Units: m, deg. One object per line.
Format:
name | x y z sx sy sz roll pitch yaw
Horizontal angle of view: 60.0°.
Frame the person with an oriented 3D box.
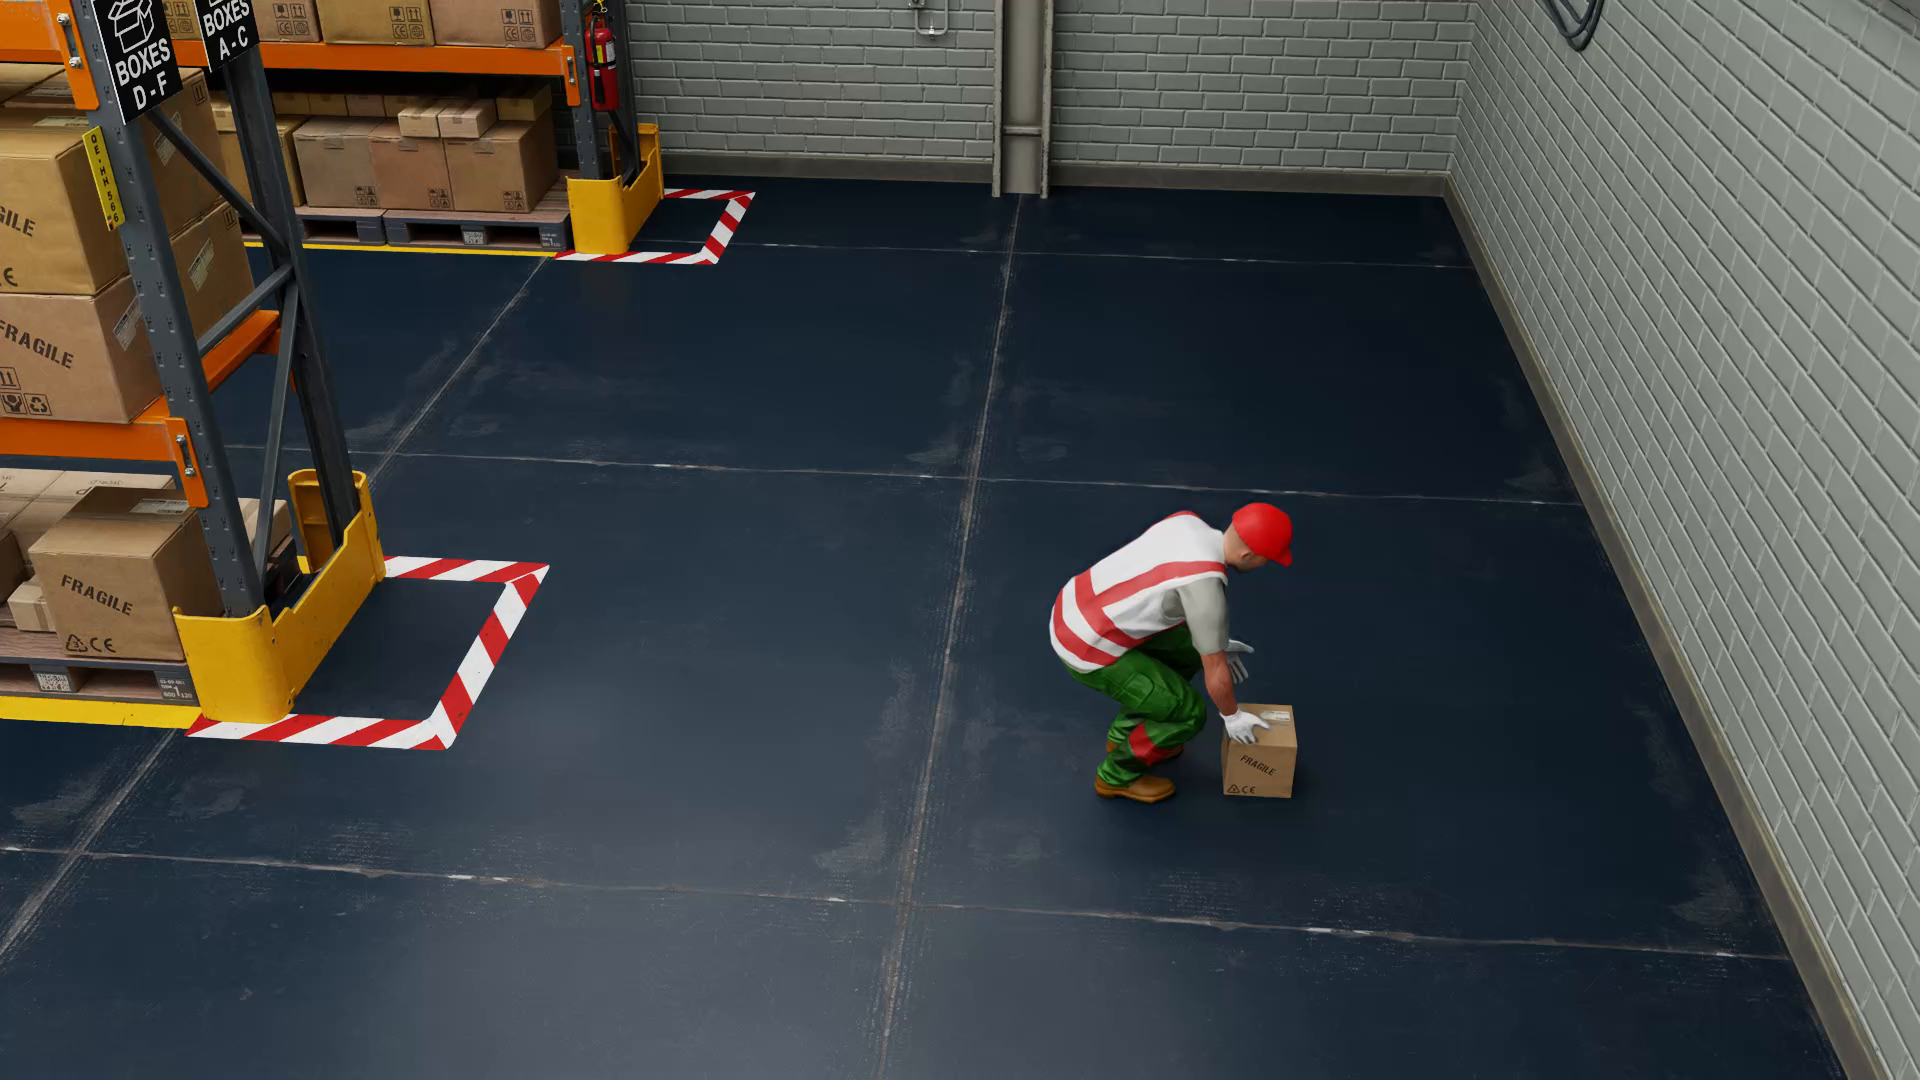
person | 0.754 0.371 6.101 0.852 1.172 0.584 2 32 4
